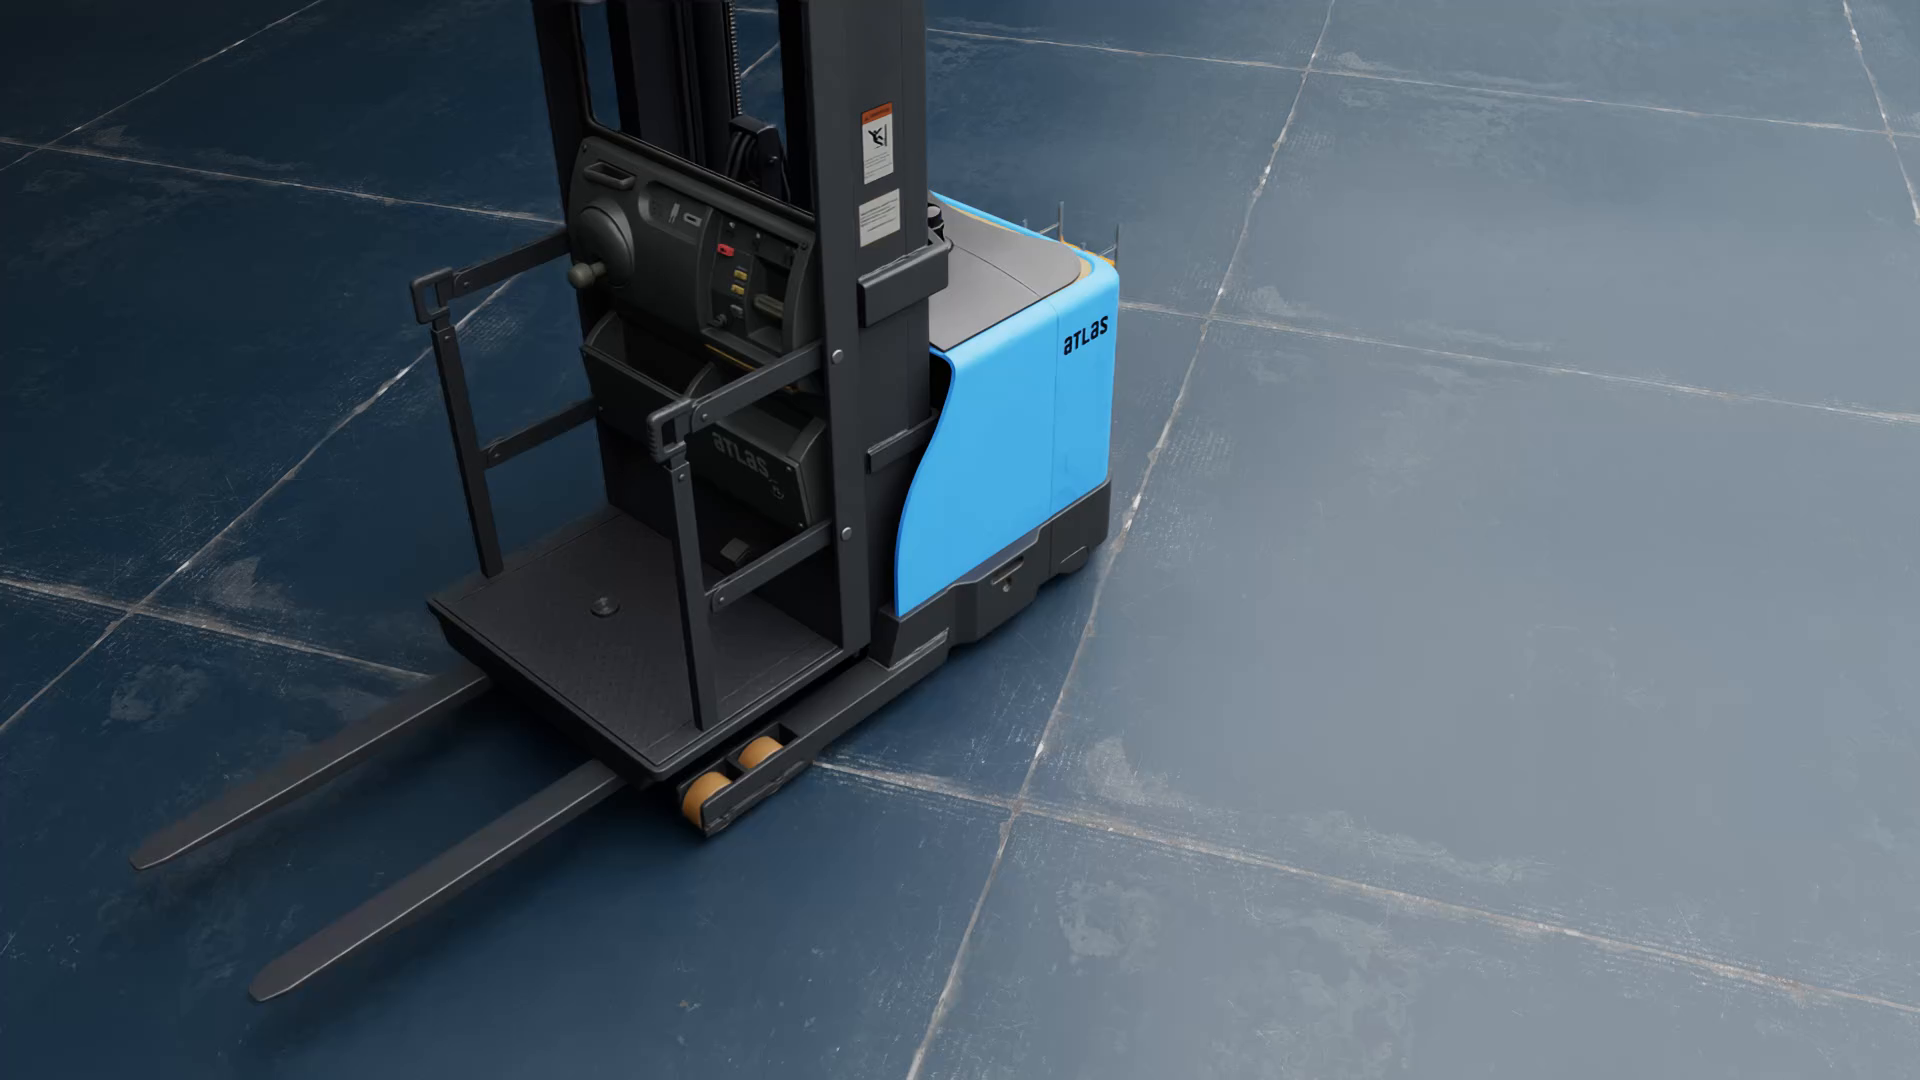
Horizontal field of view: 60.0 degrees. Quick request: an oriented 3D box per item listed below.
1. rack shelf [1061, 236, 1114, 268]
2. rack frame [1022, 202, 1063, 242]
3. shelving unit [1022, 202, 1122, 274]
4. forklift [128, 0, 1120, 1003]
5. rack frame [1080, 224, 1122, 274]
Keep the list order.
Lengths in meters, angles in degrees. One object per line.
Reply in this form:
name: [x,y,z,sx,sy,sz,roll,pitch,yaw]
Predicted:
rack shelf: [0.361,-0.823,5.521,0.240,0.259,0.215,29,45,33]
rack frame: [0.271,-0.652,5.750,0.008,1.050,0.200,29,45,33]
shelving unit: [0.361,-0.603,5.683,0.252,1.050,0.215,29,45,33]
forklift: [-0.864,-0.709,4.240,1.130,2.935,3.031,29,45,33]
rack frame: [0.451,-0.554,5.616,0.008,1.050,0.200,29,45,33]
